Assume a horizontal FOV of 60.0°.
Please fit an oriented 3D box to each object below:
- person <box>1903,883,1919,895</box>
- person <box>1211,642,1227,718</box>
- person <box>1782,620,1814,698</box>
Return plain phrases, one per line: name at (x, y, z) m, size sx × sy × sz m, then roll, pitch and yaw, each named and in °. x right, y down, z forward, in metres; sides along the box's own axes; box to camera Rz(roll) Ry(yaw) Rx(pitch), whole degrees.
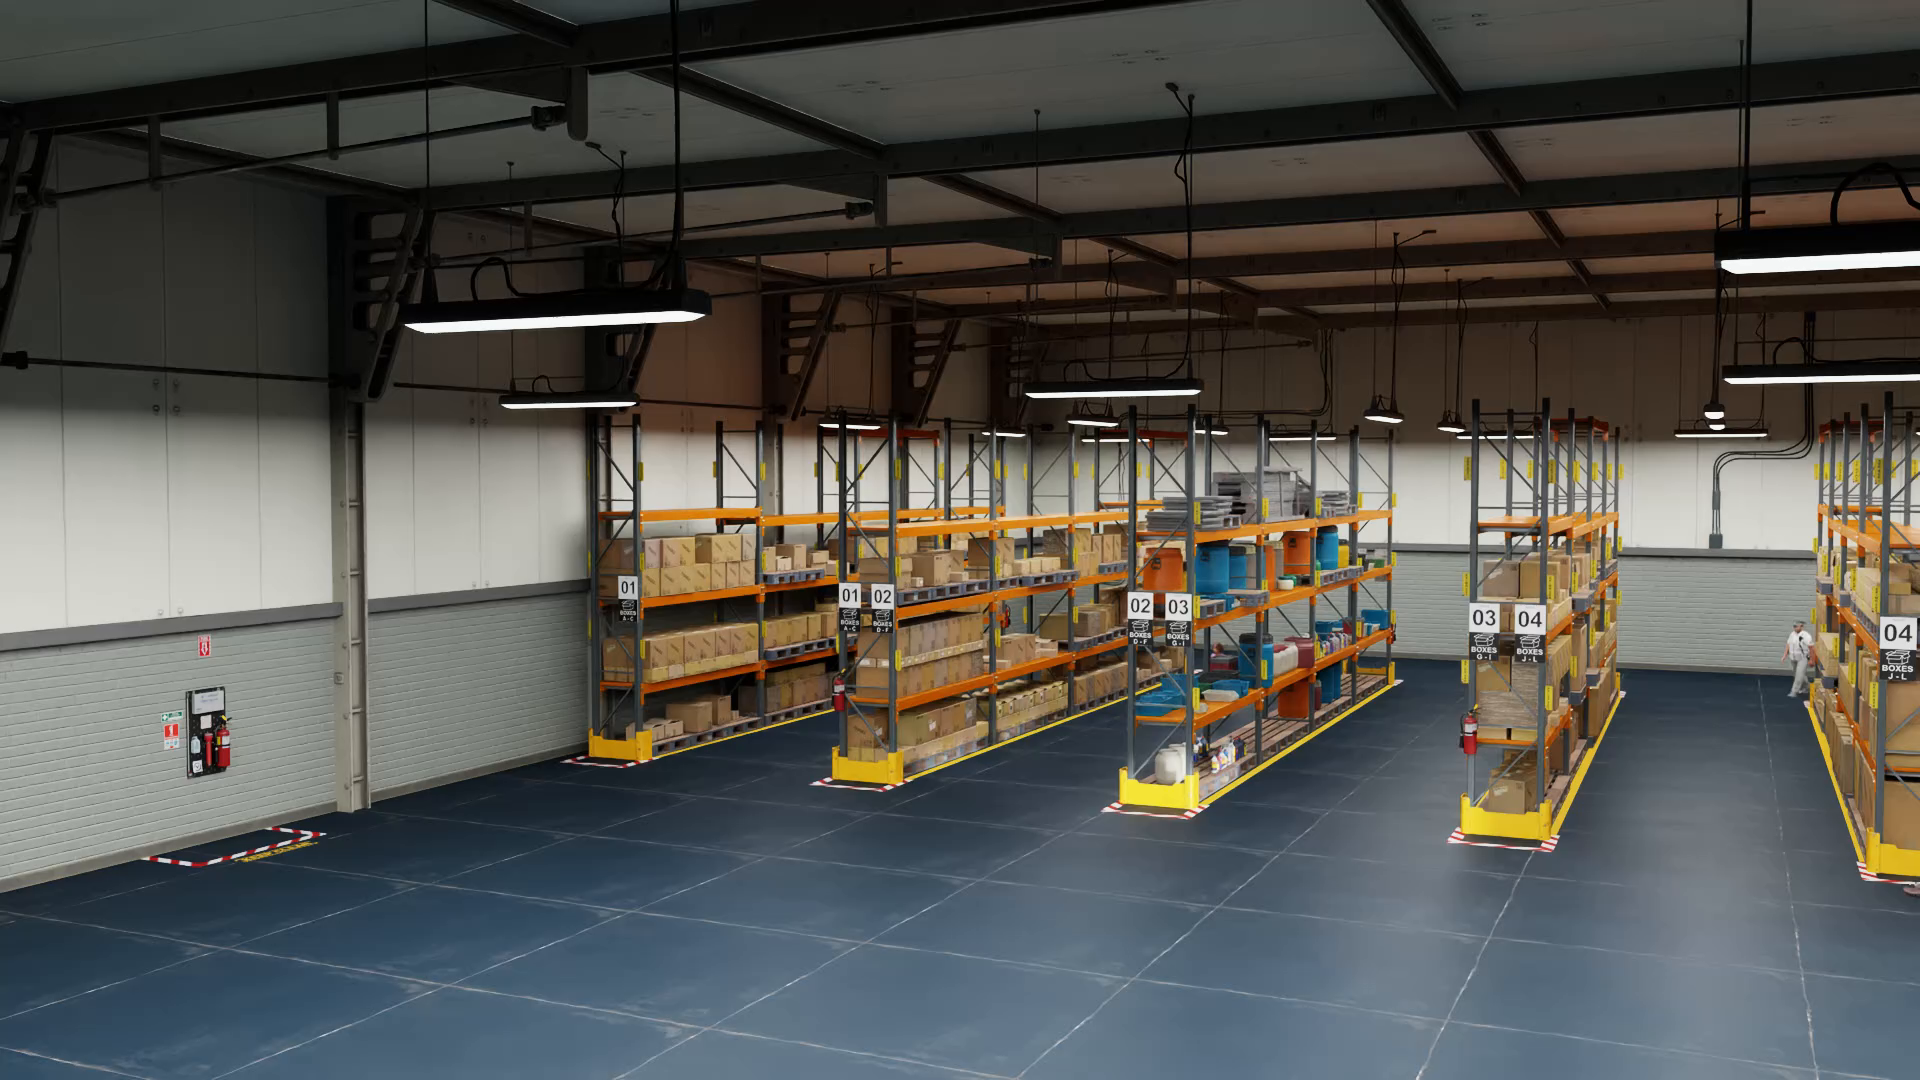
person at (11.577, 3.418, 19.341) m, size 1.004 × 1.508 × 0.491 m, roll 2°, pitch 3°, yaw 44°
person at (5.145, 2.832, 33.352) m, size 0.432 × 1.552 × 0.903 m, roll 2°, pitch 3°, yaw 37°
person at (18.592, 2.605, 36.855) m, size 1.113 × 1.689 × 0.600 m, roll -1°, pitch 3°, yaw -31°
